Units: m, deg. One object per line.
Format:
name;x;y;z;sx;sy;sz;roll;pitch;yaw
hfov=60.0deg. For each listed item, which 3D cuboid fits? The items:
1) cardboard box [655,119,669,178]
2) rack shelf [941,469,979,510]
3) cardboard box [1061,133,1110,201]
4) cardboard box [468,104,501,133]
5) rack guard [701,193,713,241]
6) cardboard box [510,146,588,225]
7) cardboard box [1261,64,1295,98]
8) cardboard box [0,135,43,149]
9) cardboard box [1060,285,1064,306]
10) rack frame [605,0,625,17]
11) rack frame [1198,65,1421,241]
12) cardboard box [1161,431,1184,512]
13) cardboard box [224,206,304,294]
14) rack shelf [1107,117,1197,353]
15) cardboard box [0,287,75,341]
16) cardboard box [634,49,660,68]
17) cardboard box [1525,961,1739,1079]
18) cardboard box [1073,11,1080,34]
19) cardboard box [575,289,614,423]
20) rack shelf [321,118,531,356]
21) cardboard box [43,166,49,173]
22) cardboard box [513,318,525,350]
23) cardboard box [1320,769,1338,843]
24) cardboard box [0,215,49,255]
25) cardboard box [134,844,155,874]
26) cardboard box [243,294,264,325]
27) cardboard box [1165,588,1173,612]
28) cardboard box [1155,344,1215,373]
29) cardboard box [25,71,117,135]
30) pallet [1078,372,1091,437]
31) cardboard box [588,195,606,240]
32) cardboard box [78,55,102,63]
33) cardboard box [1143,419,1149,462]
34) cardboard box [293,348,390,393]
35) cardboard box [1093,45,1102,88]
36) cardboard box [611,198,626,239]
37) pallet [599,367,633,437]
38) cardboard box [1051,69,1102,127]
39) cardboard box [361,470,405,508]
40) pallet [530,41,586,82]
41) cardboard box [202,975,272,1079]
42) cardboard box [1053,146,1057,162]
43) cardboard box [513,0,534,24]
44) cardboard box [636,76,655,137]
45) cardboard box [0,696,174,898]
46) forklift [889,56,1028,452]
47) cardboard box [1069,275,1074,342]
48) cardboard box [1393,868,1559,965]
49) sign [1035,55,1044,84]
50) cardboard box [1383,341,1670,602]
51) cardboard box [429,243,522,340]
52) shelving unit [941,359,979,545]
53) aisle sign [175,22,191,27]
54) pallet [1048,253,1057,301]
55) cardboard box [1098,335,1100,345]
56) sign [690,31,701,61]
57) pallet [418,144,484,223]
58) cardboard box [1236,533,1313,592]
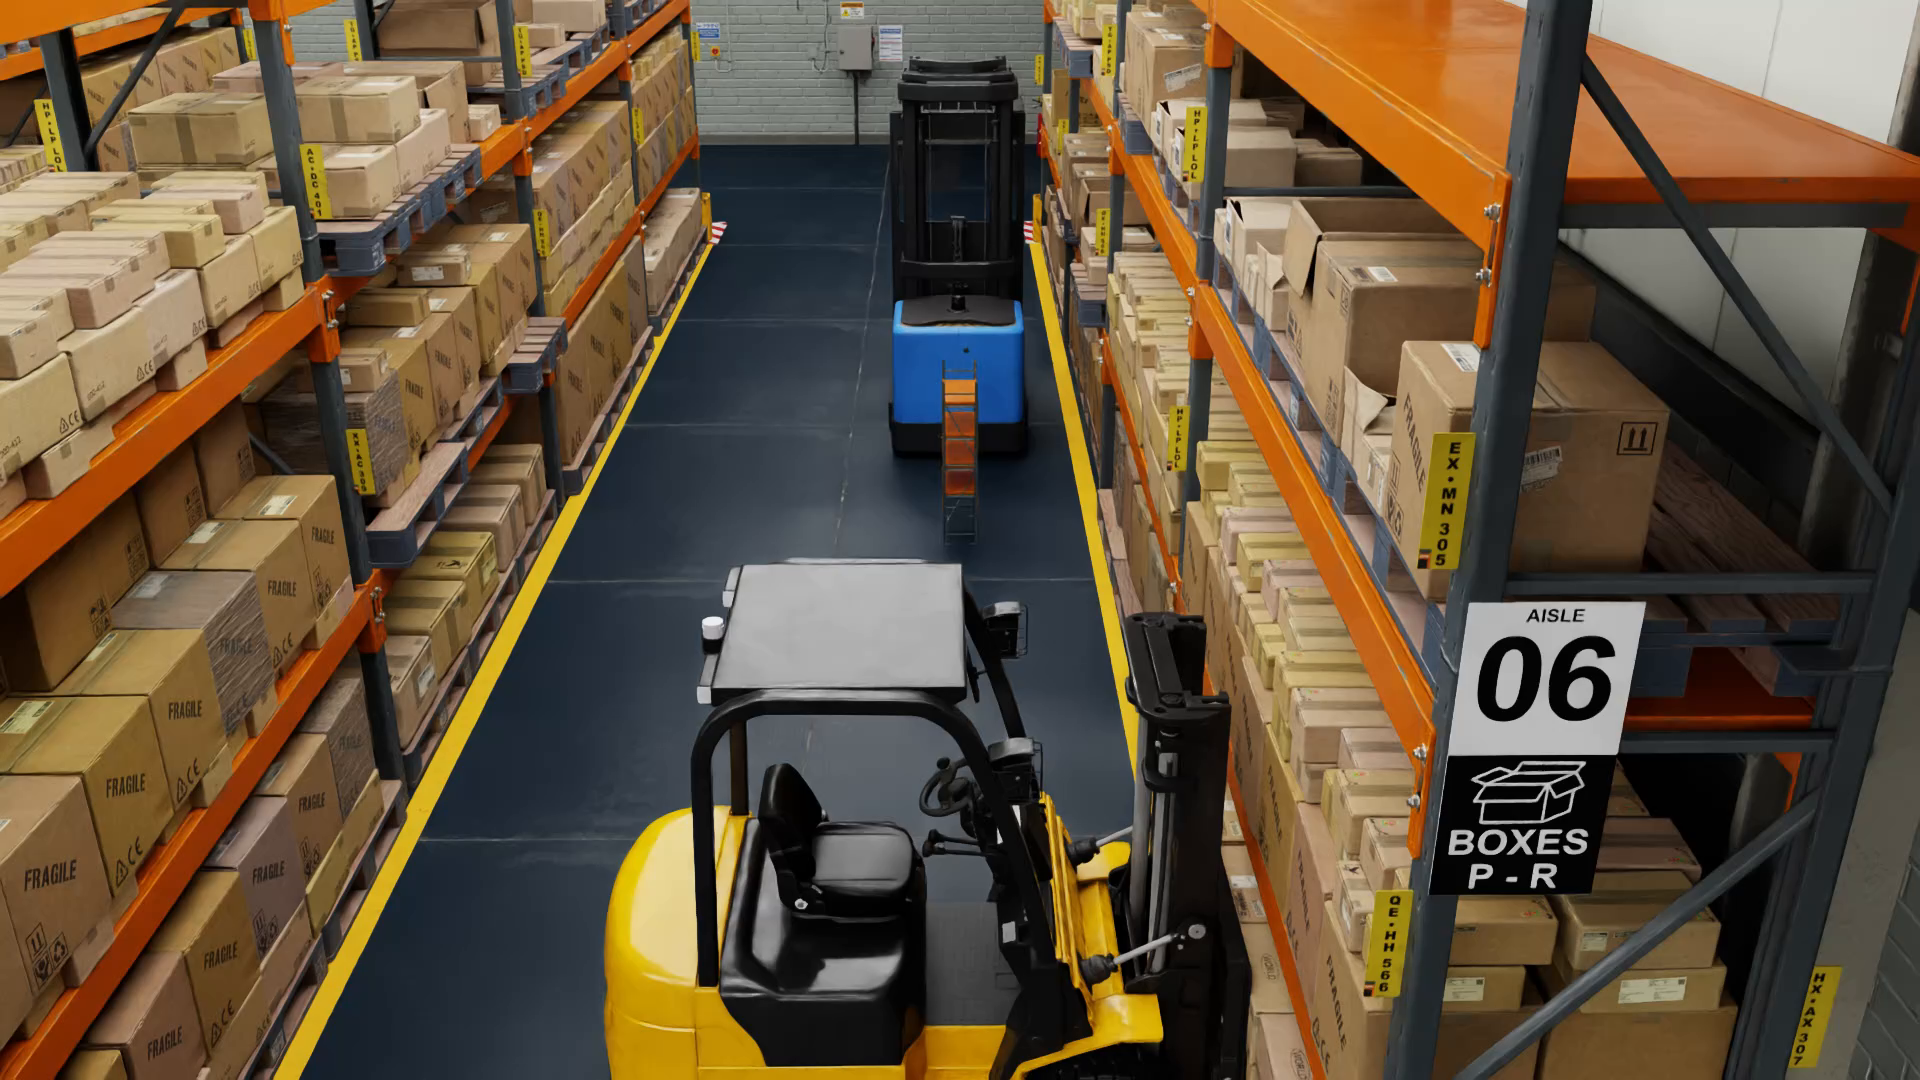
cardboard box;-3.217;-3.920;16.656;0.500;0.500;0.500;0;24;0
rack shelf;-0.002;-0.373;11.763;0.258;0.148;0.480;0;24;-1
cardboard box;1.271;-3.328;14.837;0.700;0.500;0.500;0;24;1
cardboard box;-3.217;-2.743;10.839;0.380;0.149;0.250;0;24;-1
rack guard;-3.518;-3.787;19.516;1.175;0.500;0.348;0;24;-1
cardboard box;-3.196;-2.742;12.839;0.500;0.500;0.500;0;24;1
cardboard box;1.797;-2.881;10.391;0.500;0.250;0.500;0;24;-1
cardboard box;-8.710;-3.583;15.549;0.500;0.500;0.500;0;24;0
cardboard box;1.190;-2.412;16.393;0.380;0.149;0.250;-1;24;-2
rack frame;-3.474;-6.001;14.098;1.000;3.000;0.127;0;24;-1
rack frame;1.577;-2.728;6.862;1.000;3.000;0.127;0;24;-1
cardboard box;1.316;-0.355;8.471;0.500;0.250;0.500;-1;24;-2
cardboard box;-3.112;-1.223;6.996;0.500;0.250;0.500;0;24;-1
rack shelf;1.555;-1.858;9.451;1.077;0.370;4.000;0;24;-1
cardboard box;-3.128;-0.713;5.383;0.380;0.149;0.250;0;24;1
cardboard box;-3.215;-4.823;16.652;0.380;0.149;0.250;0;24;0
cardboard box;1.893;1.402;4.888;0.500;0.500;0.500;1;24;1
cardboard box;1.102;-4.130;13.276;0.380;0.149;0.250;0;24;1
cardboard box;-3.360;-1.495;13.484;0.875;0.875;0.875;0;24;0
rack shelf;-3.408;-1.834;9.398;1.077;0.370;4.000;0;24;-1
cardboard box;-8.221;-3.253;14.737;0.380;0.149;0.250;0;24;1
cardboard box;-3.068;-1.348;10.886;0.380;0.149;0.250;0;24;-1
cardboard box;1.371;0.856;5.309;0.380;0.149;0.250;0;24;-1
cardboard box;-3.707;-1.131;6.308;0.380;0.149;0.250;0;24;-1
cardboard box;-3.134;1.117;5.944;0.380;0.149;0.250;1;24;1
cardboard box;-3.163;-0.990;6.964;0.380;0.149;0.250;0;24;0
cardboard box;1.560;0.681;8.977;0.875;0.625;0.625;1;24;2
cardboard box;1.308;-1.002;9.417;0.380;0.149;0.250;0;24;0
cardboard box;-8.184;-4.027;15.319;0.500;0.500;0.500;0;24;1
pallet;1.552;-1.182;14.107;1.003;0.211;1.213;0;24;-1
cardboard box;-3.179;-2.616;13.470;0.500;0.250;0.500;0;24;0
cardboard box;-8.700;-4.457;16.268;0.500;0.500;0.500;0;24;1
cardboard box;1.324;-0.545;9.497;0.500;0.250;0.500;0;24;0
cardboard box;-3.038;-0.834;8.176;0.380;0.149;0.250;0;24;-1
cardboard box;1.273;-3.565;12.535;0.500;0.250;0.500;0;24;-1
cardboard box;-3.212;-2.806;14.495;0.500;0.250;0.500;-1;24;-1
pallet;-3.374;-1.175;14.093;1.003;0.211;1.213;0;24;-1
cardboard box;1.198;-4.542;17.064;0.500;0.500;0.500;0;24;1
cardboard box;-3.077;-0.277;8.518;0.380;0.149;0.250;0;24;0
pallet;-3.505;-3.626;12.716;1.003;0.211;1.213;1;24;2
cardboard box;-3.092;1.970;6.581;0.500;0.250;0.500;1;24;3
cardboard box;1.163;-4.049;17.367;0.380;0.149;0.250;0;24;1
cardboard box;-3.754;-4.507;13.803;0.500;0.500;0.500;-1;24;-2
cardboard box;-3.236;-4.174;16.004;0.500;0.500;0.500;-1;24;-1
cardboard box;-3.086;0.876;5.690;0.500;0.500;0.500;-1;24;-2
forklift;-0.021;-2.590;13.919;1.130;2.935;3.031;0;24;0
cardboard box;1.270;-2.143;15.373;0.500;0.500;0.500;1;24;2
cardboard box;1.406;1.030;4.563;0.380;0.149;0.250;0;24;0
sign;0.903;-5.332;18.848;0.100;0.325;0.005;0;24;-1
cardboard box;1.372;-0.177;4.109;0.500;0.500;0.500;1;24;1
cardboard box;-3.131;-1.593;10.639;0.500;0.500;0.500;-1;24;-1
shelving unit;-0.002;-0.615;11.654;0.258;1.200;0.503;0;24;-1
aisle sign;-8.767;-6.065;18.365;0.394;0.787;0.004;0;24;-1
pallet;1.467;-2.808;17.702;1.003;0.211;1.213;0;24;-1
cardboard box;1.321;-1.626;13.442;0.380;0.149;0.250;-1;24;-1
sign;-2.975;-5.548;18.684;0.100;0.325;0.005;0;24;-1
pallet;-3.301;-1.934;8.975;1.213;0.211;1.003;0;24;-1
cardboard box;1.319;0.087;6.648;0.380;0.149;0.250;-1;24;-1
